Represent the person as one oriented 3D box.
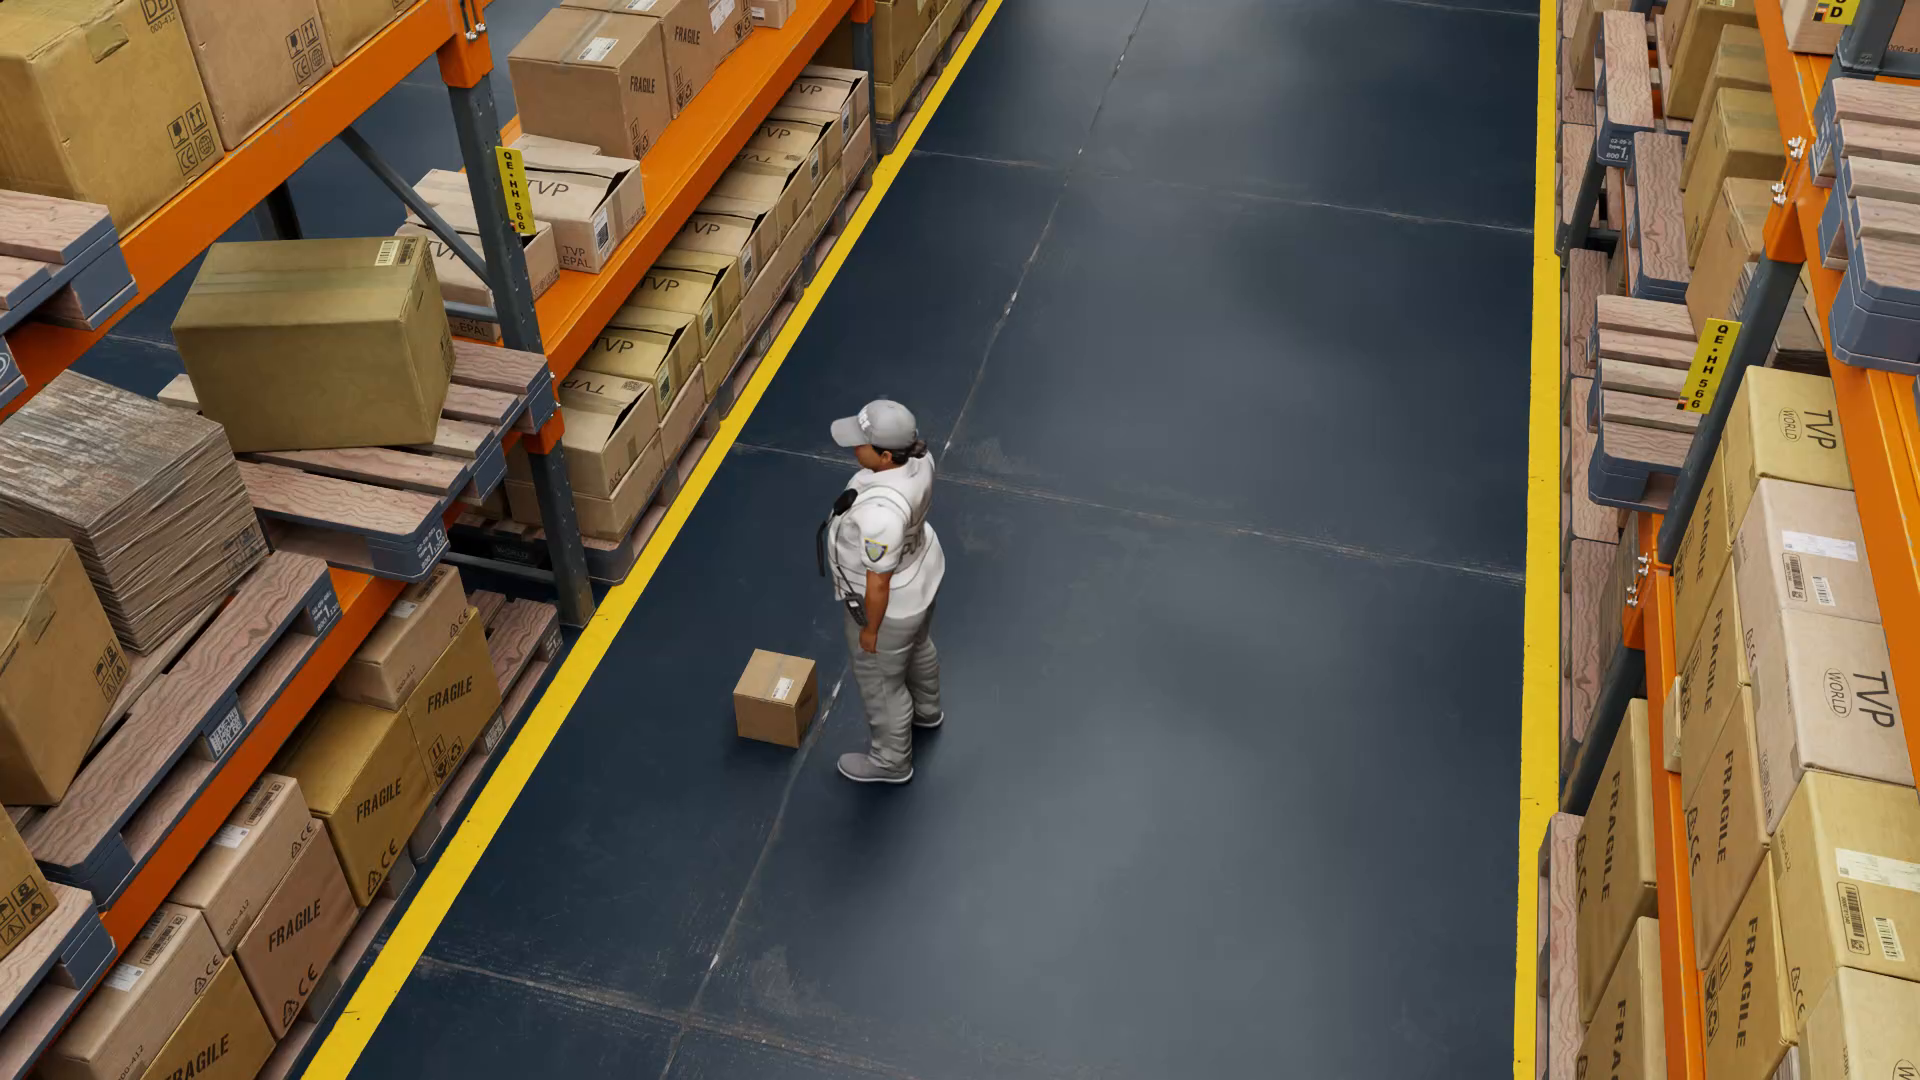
[{"bbox_3d":[-0.264,0.188,5.942,0.387,1.672,0.475,11,42,12],"label":"person"}]
